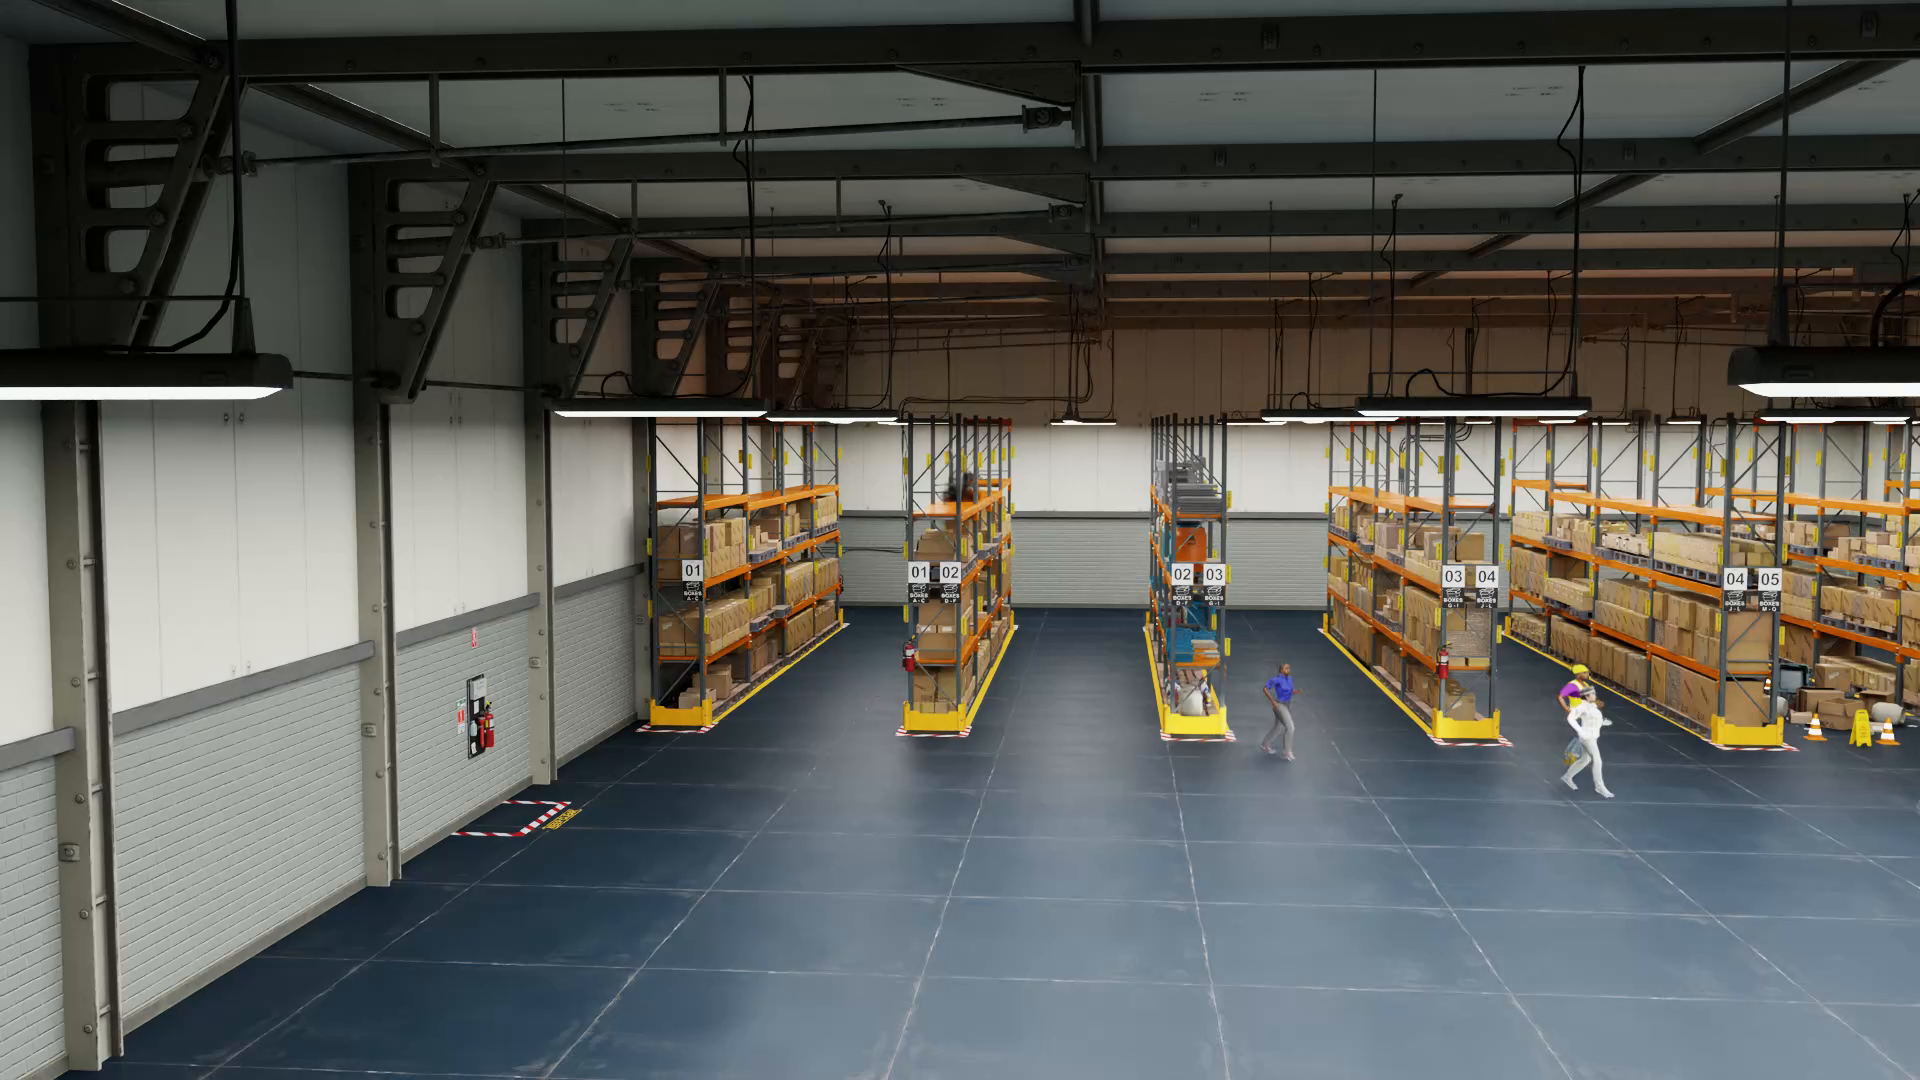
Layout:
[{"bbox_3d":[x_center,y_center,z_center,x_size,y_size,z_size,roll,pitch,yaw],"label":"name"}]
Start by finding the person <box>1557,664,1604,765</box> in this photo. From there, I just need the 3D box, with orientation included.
[{"bbox_3d":[10.445,2.963,27.909,0.682,1.747,0.685,3,5,40],"label":"person"}]

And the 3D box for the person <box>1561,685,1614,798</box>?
[{"bbox_3d":[9.793,3.107,25.906,0.843,1.712,0.608,3,5,38],"label":"person"}]

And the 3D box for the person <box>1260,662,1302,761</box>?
[{"bbox_3d":[5.589,2.967,28.912,0.764,1.724,0.548,3,5,38],"label":"person"}]
